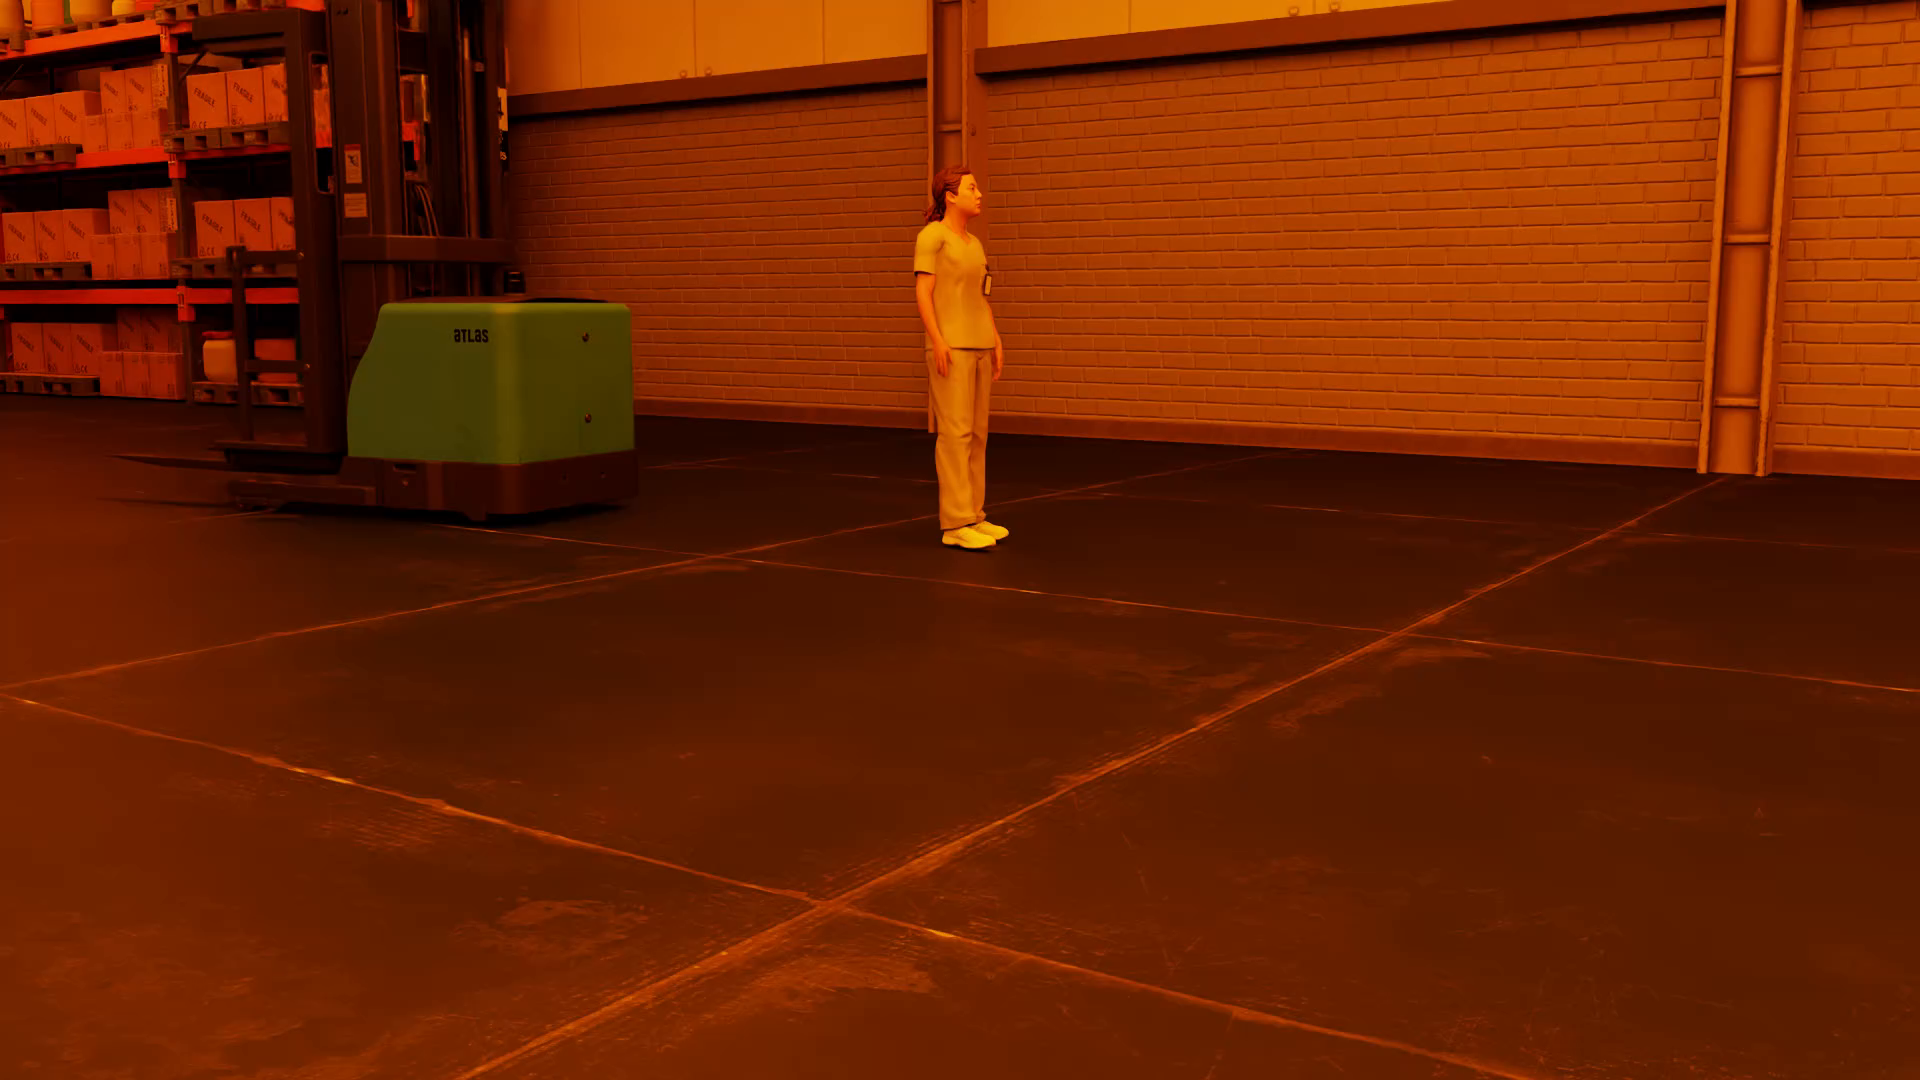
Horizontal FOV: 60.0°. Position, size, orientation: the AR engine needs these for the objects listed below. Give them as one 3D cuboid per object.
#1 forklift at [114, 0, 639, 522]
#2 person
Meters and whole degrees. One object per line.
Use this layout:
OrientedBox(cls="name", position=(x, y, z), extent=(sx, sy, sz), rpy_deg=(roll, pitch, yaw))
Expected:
OrientedBox(cls="forklift", position=(-3.254, -1.654, 8.827), extent=(3.031, 2.935, 1.130), rpy_deg=(4, 9, 25))
OrientedBox(cls="person", position=(0.053, -0.829, 7.433), extent=(0.549, 1.675, 0.549), rpy_deg=(5, 10, 34))
